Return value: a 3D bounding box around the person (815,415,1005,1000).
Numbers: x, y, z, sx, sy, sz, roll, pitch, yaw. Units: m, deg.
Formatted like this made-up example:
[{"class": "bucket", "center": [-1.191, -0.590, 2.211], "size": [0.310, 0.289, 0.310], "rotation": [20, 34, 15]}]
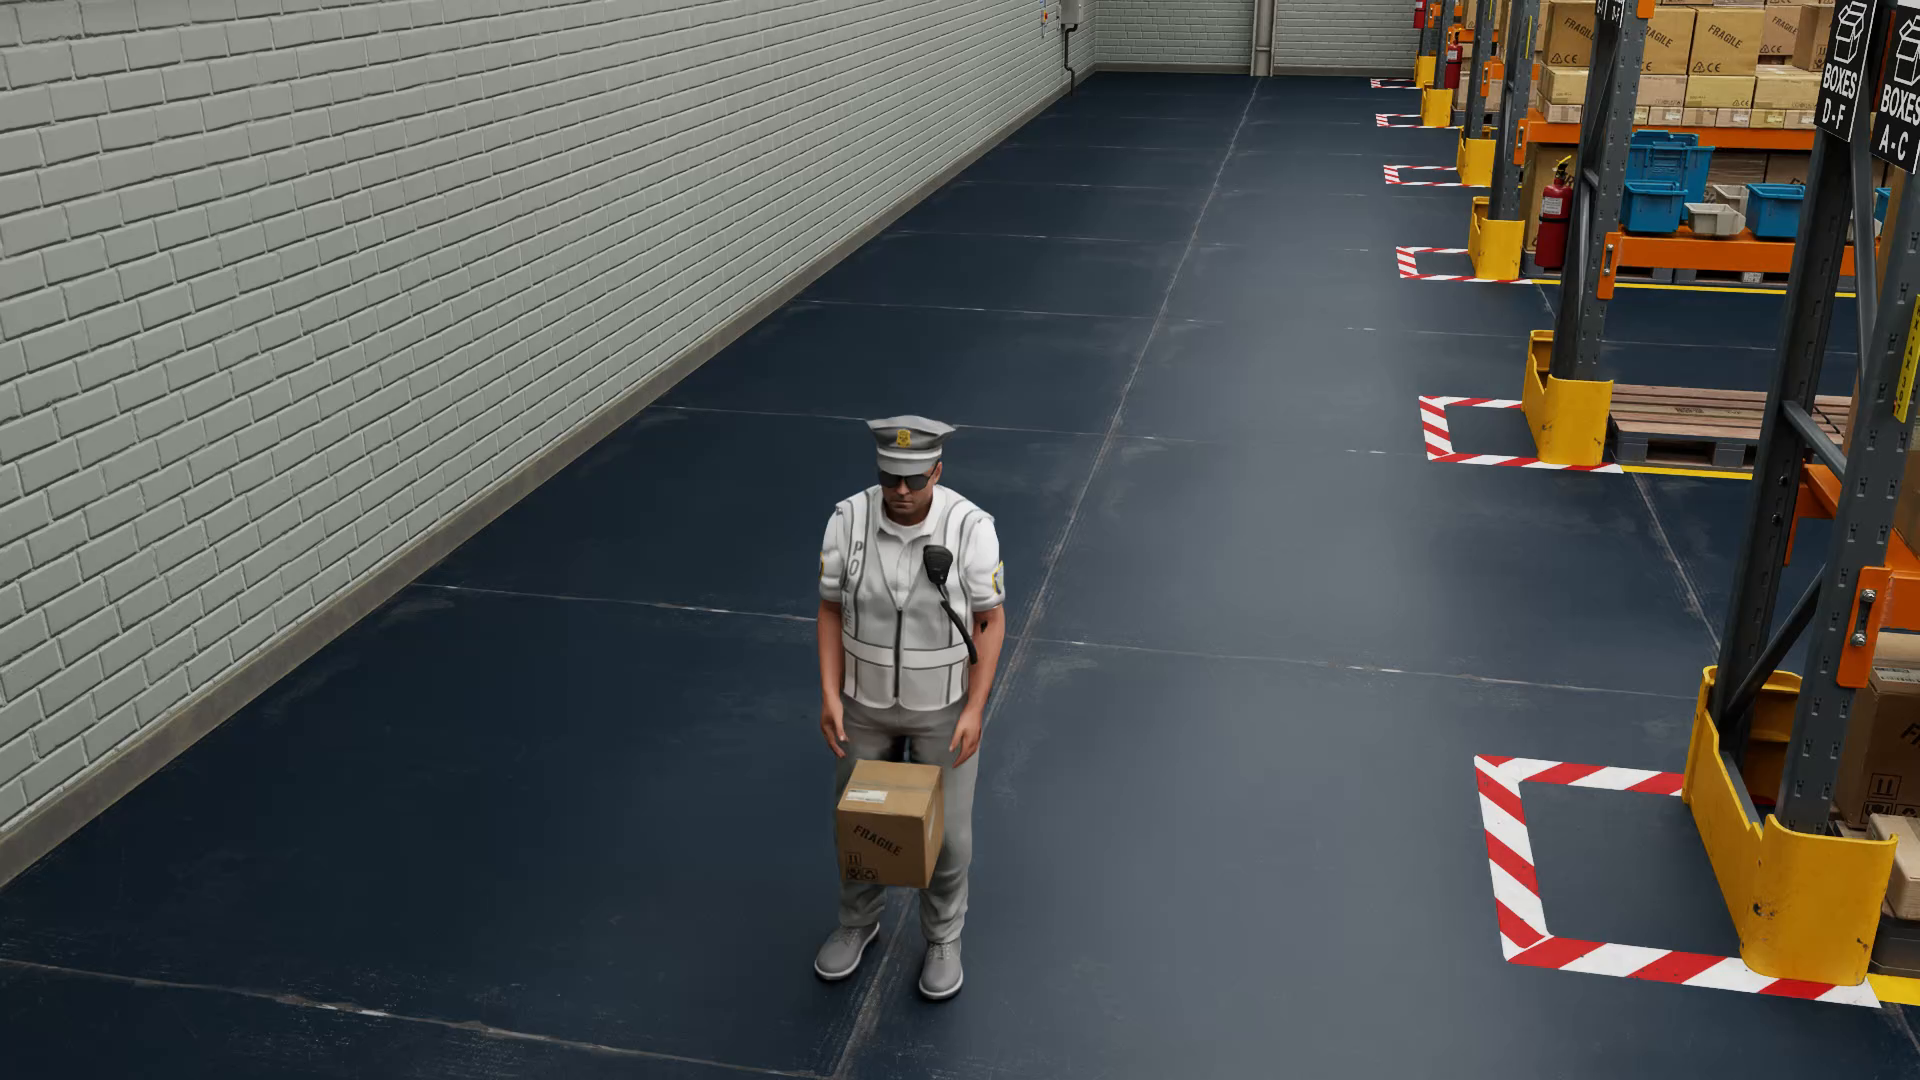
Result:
[{"class": "person", "center": [-0.152, 0.470, 4.861], "size": [0.554, 1.759, 0.472], "rotation": [4, 22, 10]}]
